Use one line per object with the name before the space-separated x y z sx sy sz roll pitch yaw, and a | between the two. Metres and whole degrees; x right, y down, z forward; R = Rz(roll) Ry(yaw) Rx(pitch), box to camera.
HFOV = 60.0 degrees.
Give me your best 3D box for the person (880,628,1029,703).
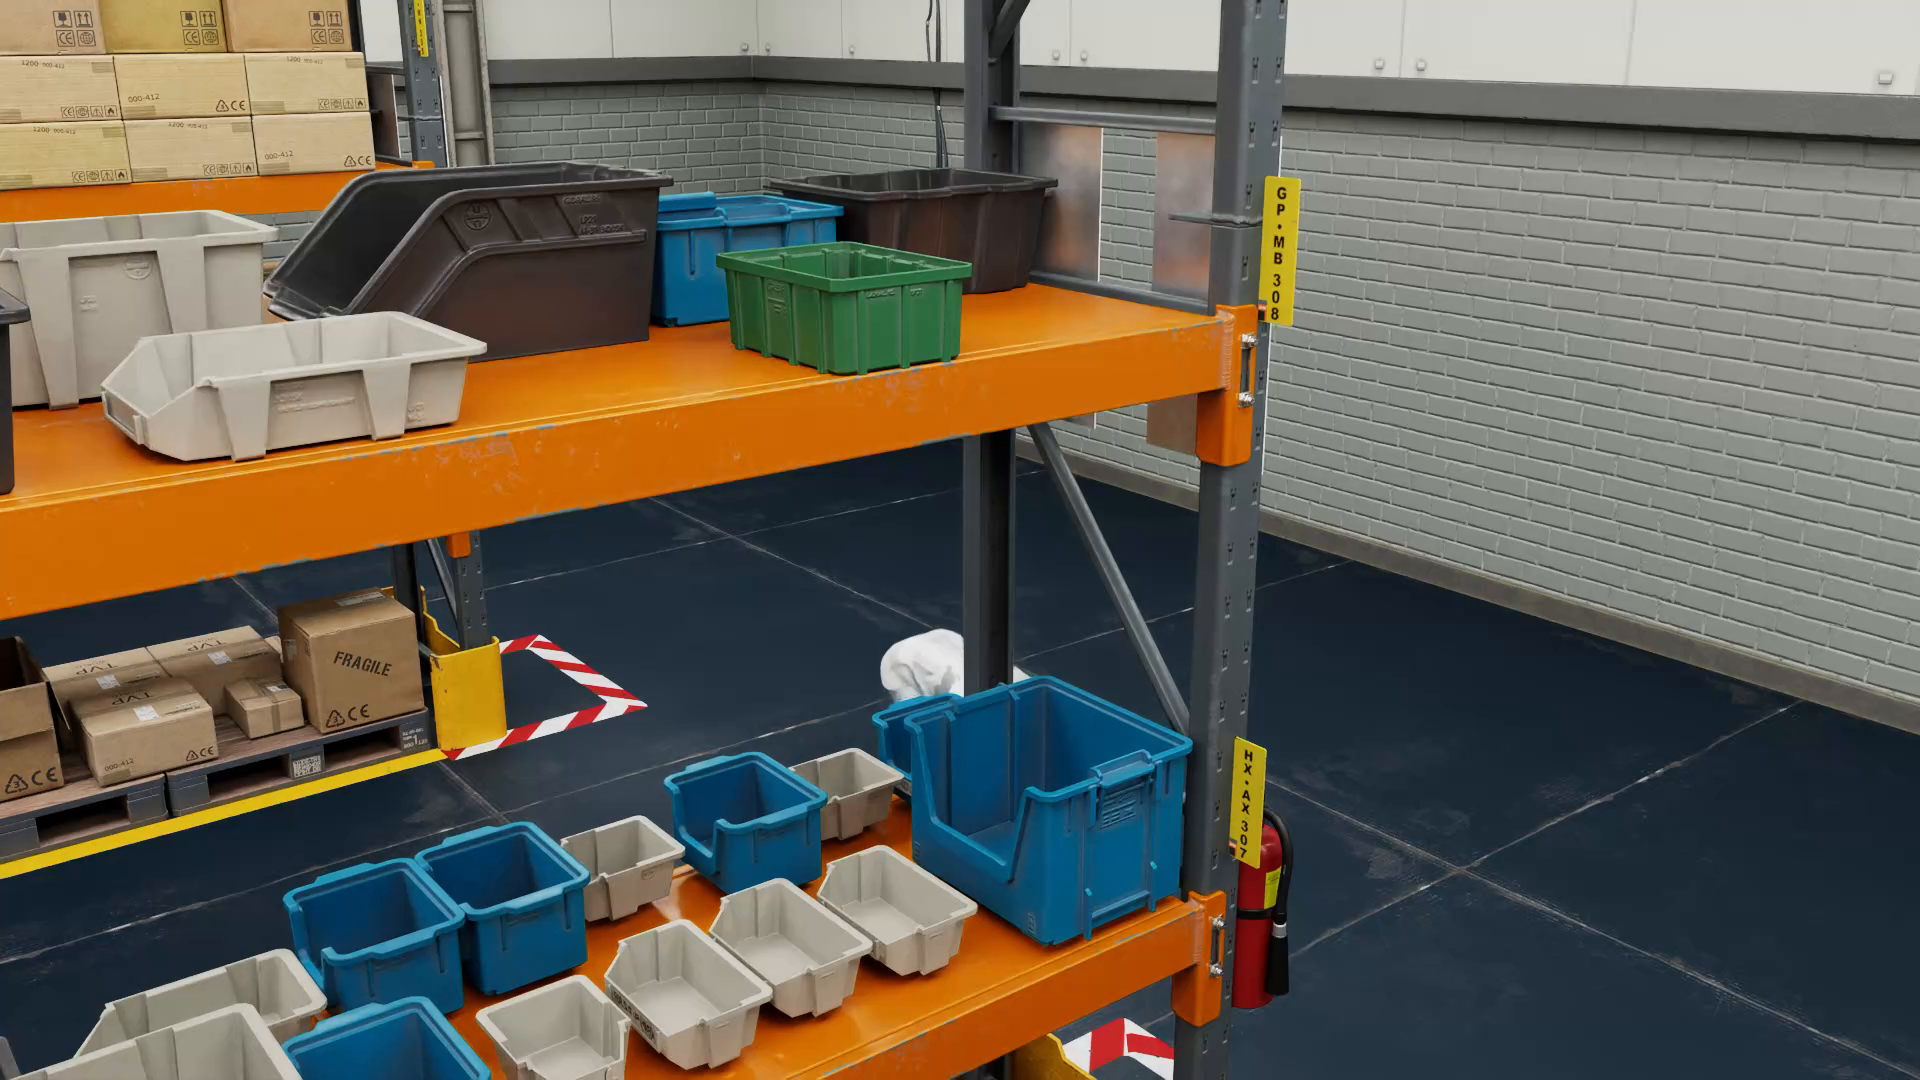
person | 0.057 0.878 7.358 0.531 0.856 0.966 -14 22 -38
